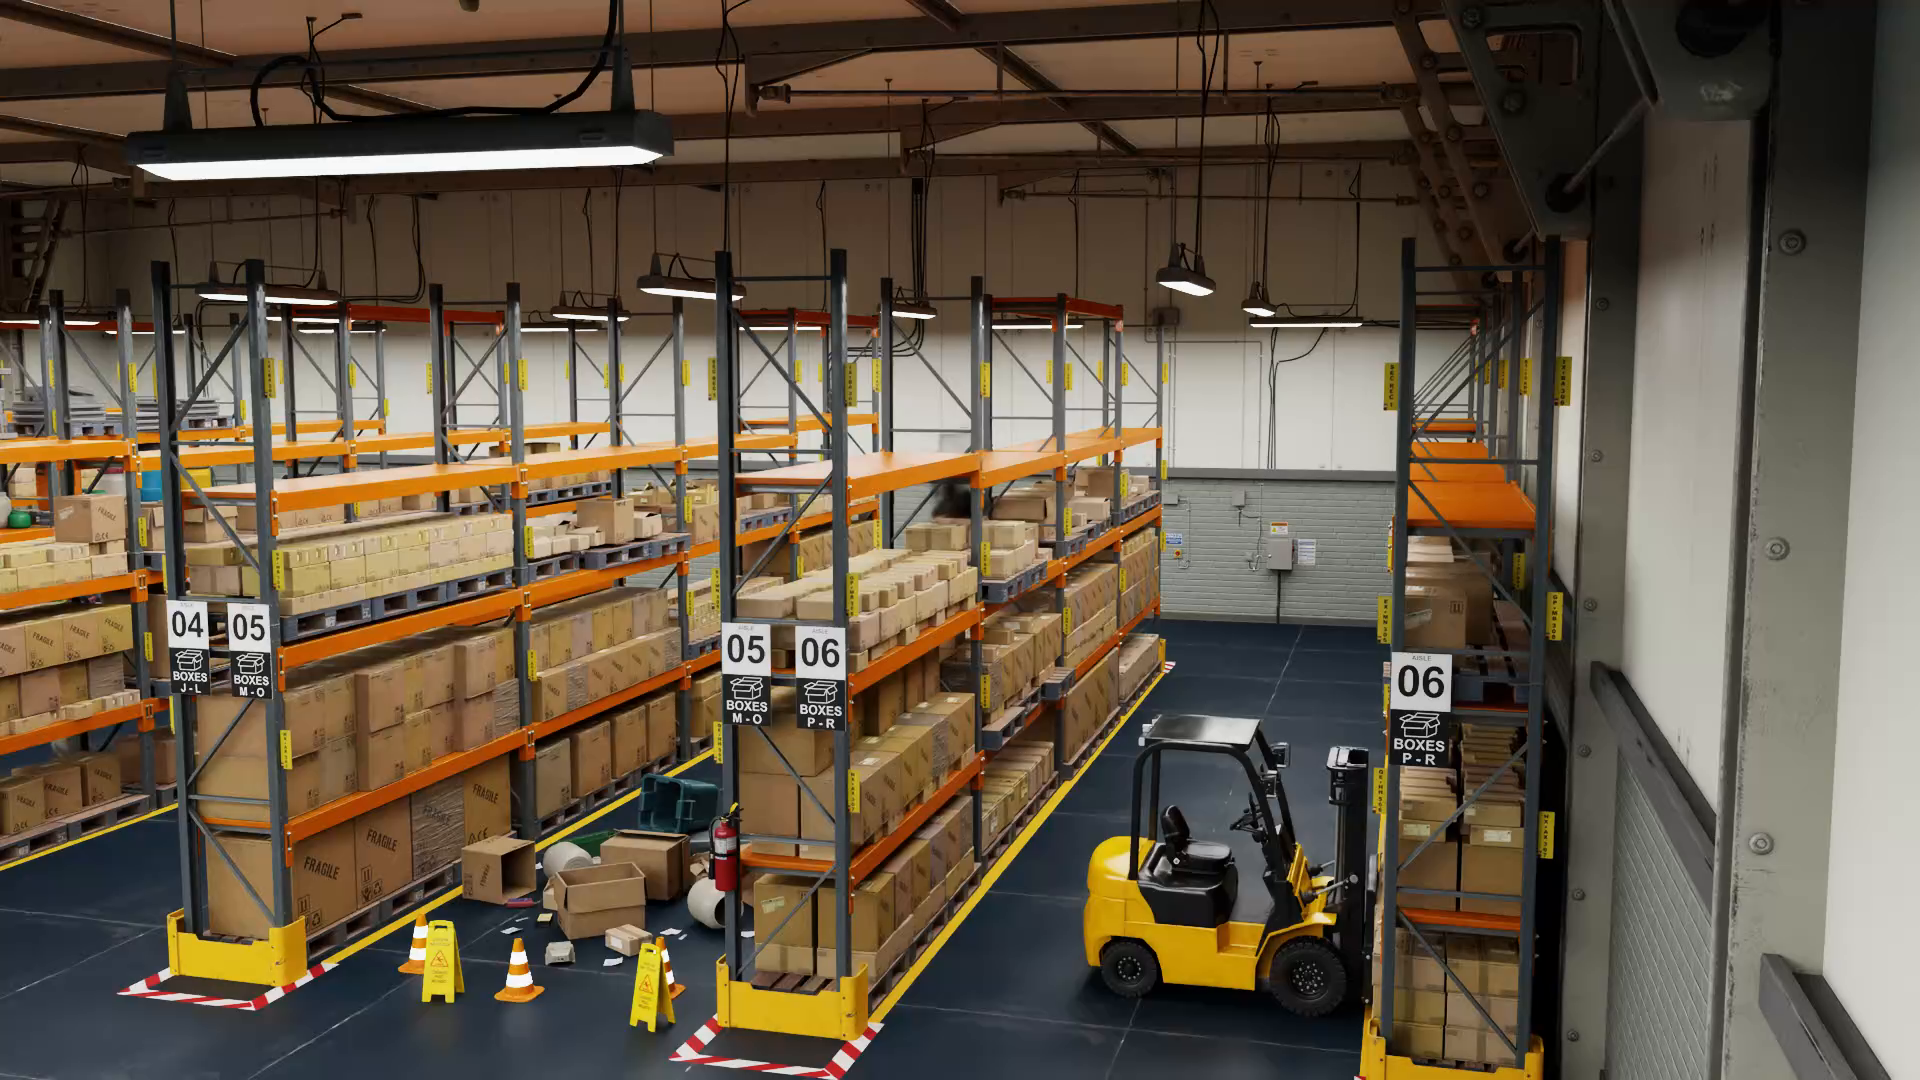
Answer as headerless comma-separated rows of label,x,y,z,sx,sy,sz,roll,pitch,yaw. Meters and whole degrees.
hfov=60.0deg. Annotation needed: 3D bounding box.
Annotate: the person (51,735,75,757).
person,-11.038,2.139,20.416,0.640,1.760,0.645,1,6,10
